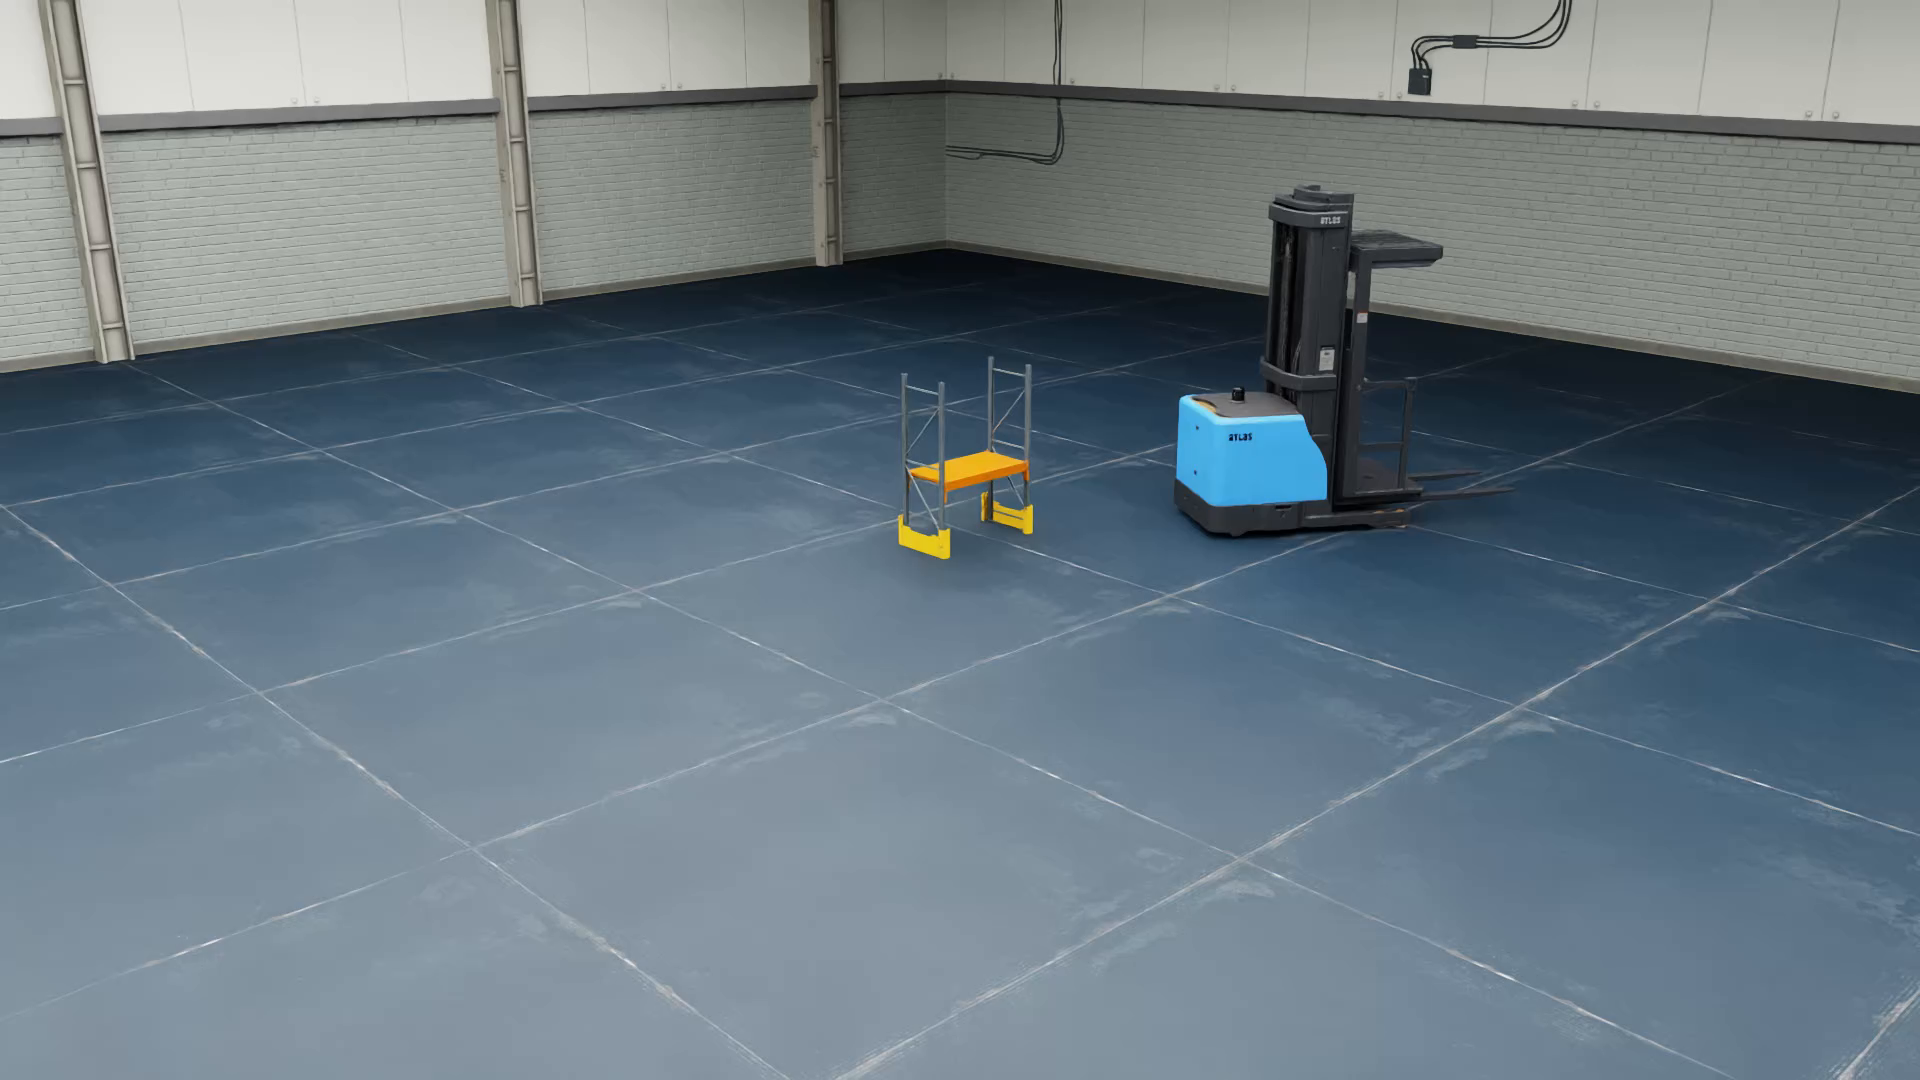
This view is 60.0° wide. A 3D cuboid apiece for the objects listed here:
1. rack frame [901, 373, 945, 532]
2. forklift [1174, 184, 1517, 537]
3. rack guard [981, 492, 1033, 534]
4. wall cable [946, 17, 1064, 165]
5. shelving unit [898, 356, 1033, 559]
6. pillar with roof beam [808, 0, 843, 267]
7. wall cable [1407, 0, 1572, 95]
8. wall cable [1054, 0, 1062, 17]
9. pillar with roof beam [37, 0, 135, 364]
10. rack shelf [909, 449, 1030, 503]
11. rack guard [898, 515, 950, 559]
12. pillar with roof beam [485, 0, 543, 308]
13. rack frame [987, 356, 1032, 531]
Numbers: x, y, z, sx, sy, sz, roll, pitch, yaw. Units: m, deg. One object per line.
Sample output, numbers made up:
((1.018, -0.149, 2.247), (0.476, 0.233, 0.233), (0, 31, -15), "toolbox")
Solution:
((-0.307, -0.624, 13.977), (0.032, 1.500, 0.500), (-16, 24, -41), "rack frame")
((3.541, -1.641, 14.795), (3.031, 2.935, 1.130), (-4, 18, -12), "forklift")
((0.417, -0.241, 14.821), (0.087, 0.250, 0.587), (-16, 24, -41), "rack guard")
((0.719, -8.034, 29.707), (0.112, 2.526, 3.097), (-16, 24, -41), "wall cable")
((0.055, -0.730, 14.303), (1.083, 1.500, 0.587), (-16, 24, -41), "shelving unit")
((0.627, -8.218, 25.241), (0.400, 9.000, 9.100), (-16, 24, -41), "pillar with roof beam")
((7.230, -8.998, 22.131), (0.169, 6.003, 2.305), (-16, 24, -41), "wall cable")
((2.577, -9.830, 27.058), (0.112, 2.526, 3.097), (-16, 24, -41), "wall cable")
((-8.092, -5.675, 17.398), (0.400, 9.000, 9.100), (-16, 24, -41), "pillar with roof beam")
((0.062, -0.560, 14.365), (1.000, 0.185, 0.538), (-16, 24, -41), "rack shelf")
((-0.306, -0.030, 14.170), (0.087, 0.250, 0.587), (-16, 24, -41), "rack guard")
((-3.732, -6.947, 21.319), (0.400, 9.000, 9.100), (-16, 24, -41), "pillar with roof beam")
((0.431, -0.839, 14.641), (0.032, 1.500, 0.500), (-16, 24, -41), "rack frame")
